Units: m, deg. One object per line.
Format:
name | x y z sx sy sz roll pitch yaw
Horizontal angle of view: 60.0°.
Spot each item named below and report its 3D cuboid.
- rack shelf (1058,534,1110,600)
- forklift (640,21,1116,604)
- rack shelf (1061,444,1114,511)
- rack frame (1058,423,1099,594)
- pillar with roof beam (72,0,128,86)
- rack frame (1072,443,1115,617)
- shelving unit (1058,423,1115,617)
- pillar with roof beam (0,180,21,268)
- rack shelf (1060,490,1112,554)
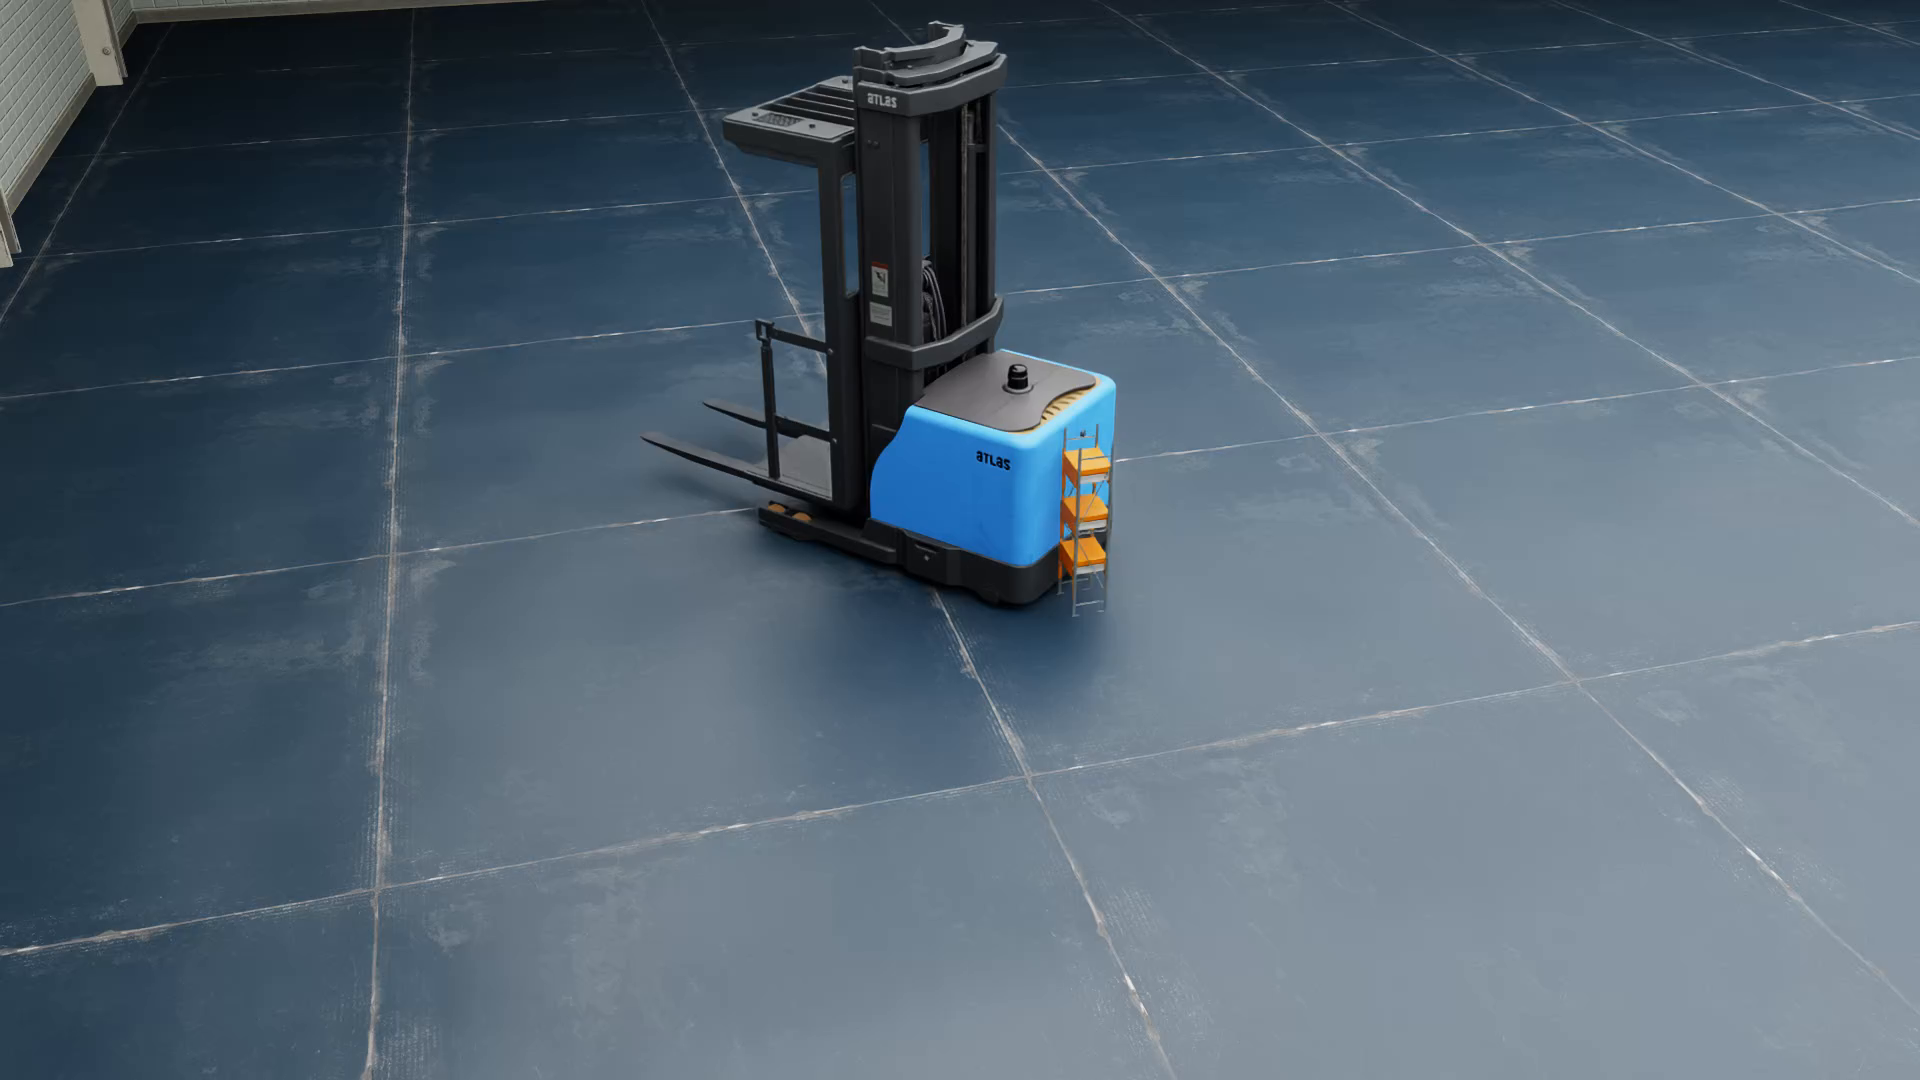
rack shelf | 0.687 0.148 9.253 0.215 0.259 0.240 -8 31 -13
forklift | -0.612 -1.466 9.588 3.031 2.935 1.130 18 35 28
rack shelf | 0.687 -0.338 8.971 0.215 0.259 0.240 -8 31 -13
rack frame | 0.654 -0.160 9.210 0.200 1.050 0.008 -8 31 -13
pillar with roof beam | -5.594 -9.733 17.814 9.100 9.000 0.400 -8 31 -13
rack frame | 0.720 -0.043 9.007 0.200 1.050 0.008 -8 31 -13
shelving unit | 0.687 -0.101 9.108 0.215 1.050 0.252 -8 31 -13
pillar with roof beam | -4.002 -6.835 12.808 9.100 9.000 0.400 -8 31 -13
rack shelf | 0.687 -0.092 9.114 0.215 0.259 0.240 -8 31 -13
